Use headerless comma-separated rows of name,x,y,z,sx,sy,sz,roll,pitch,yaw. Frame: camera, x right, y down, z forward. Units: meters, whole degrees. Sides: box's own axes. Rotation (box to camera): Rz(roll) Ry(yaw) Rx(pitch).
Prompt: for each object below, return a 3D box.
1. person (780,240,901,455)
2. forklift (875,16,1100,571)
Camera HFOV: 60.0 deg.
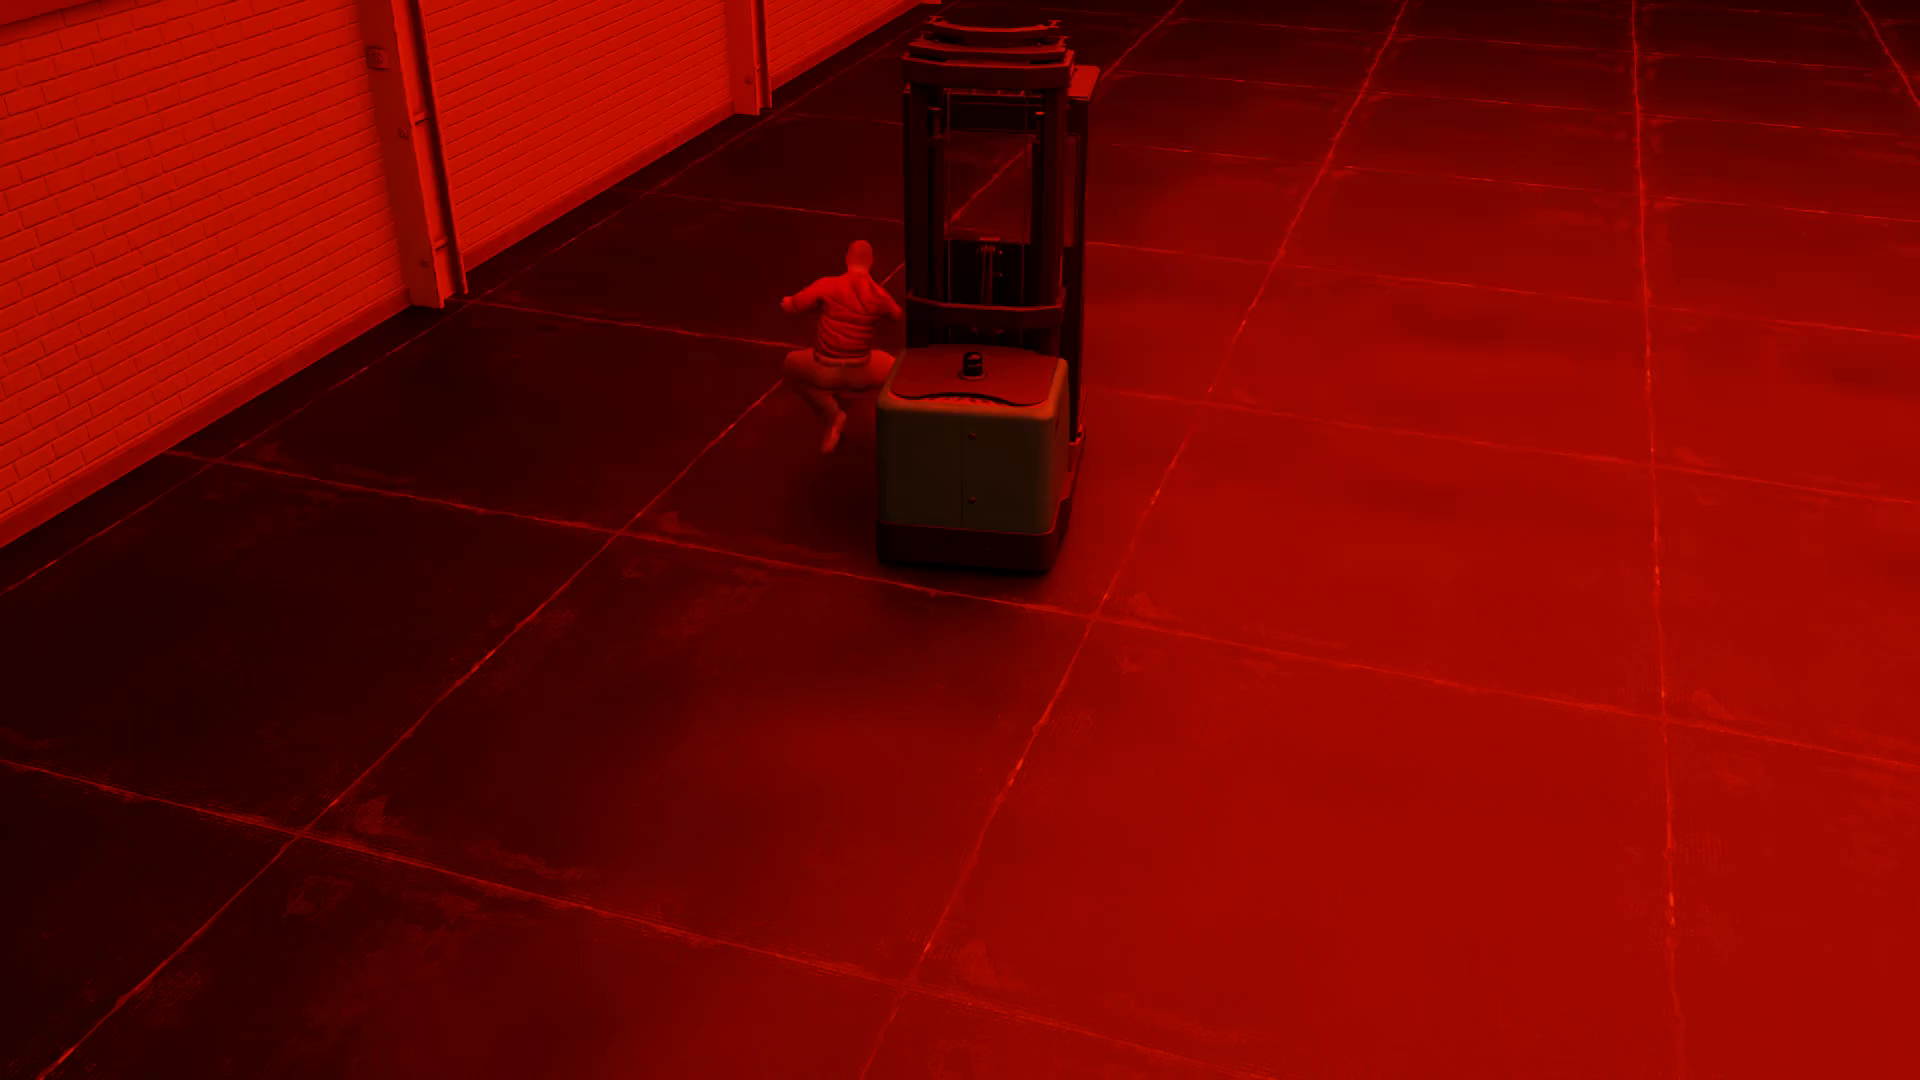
person,-0.708,-1.282,10.809,0.917,1.459,0.789,-2,30,-4
forklift,0.248,-1.804,10.301,1.130,2.935,3.031,5,30,8
